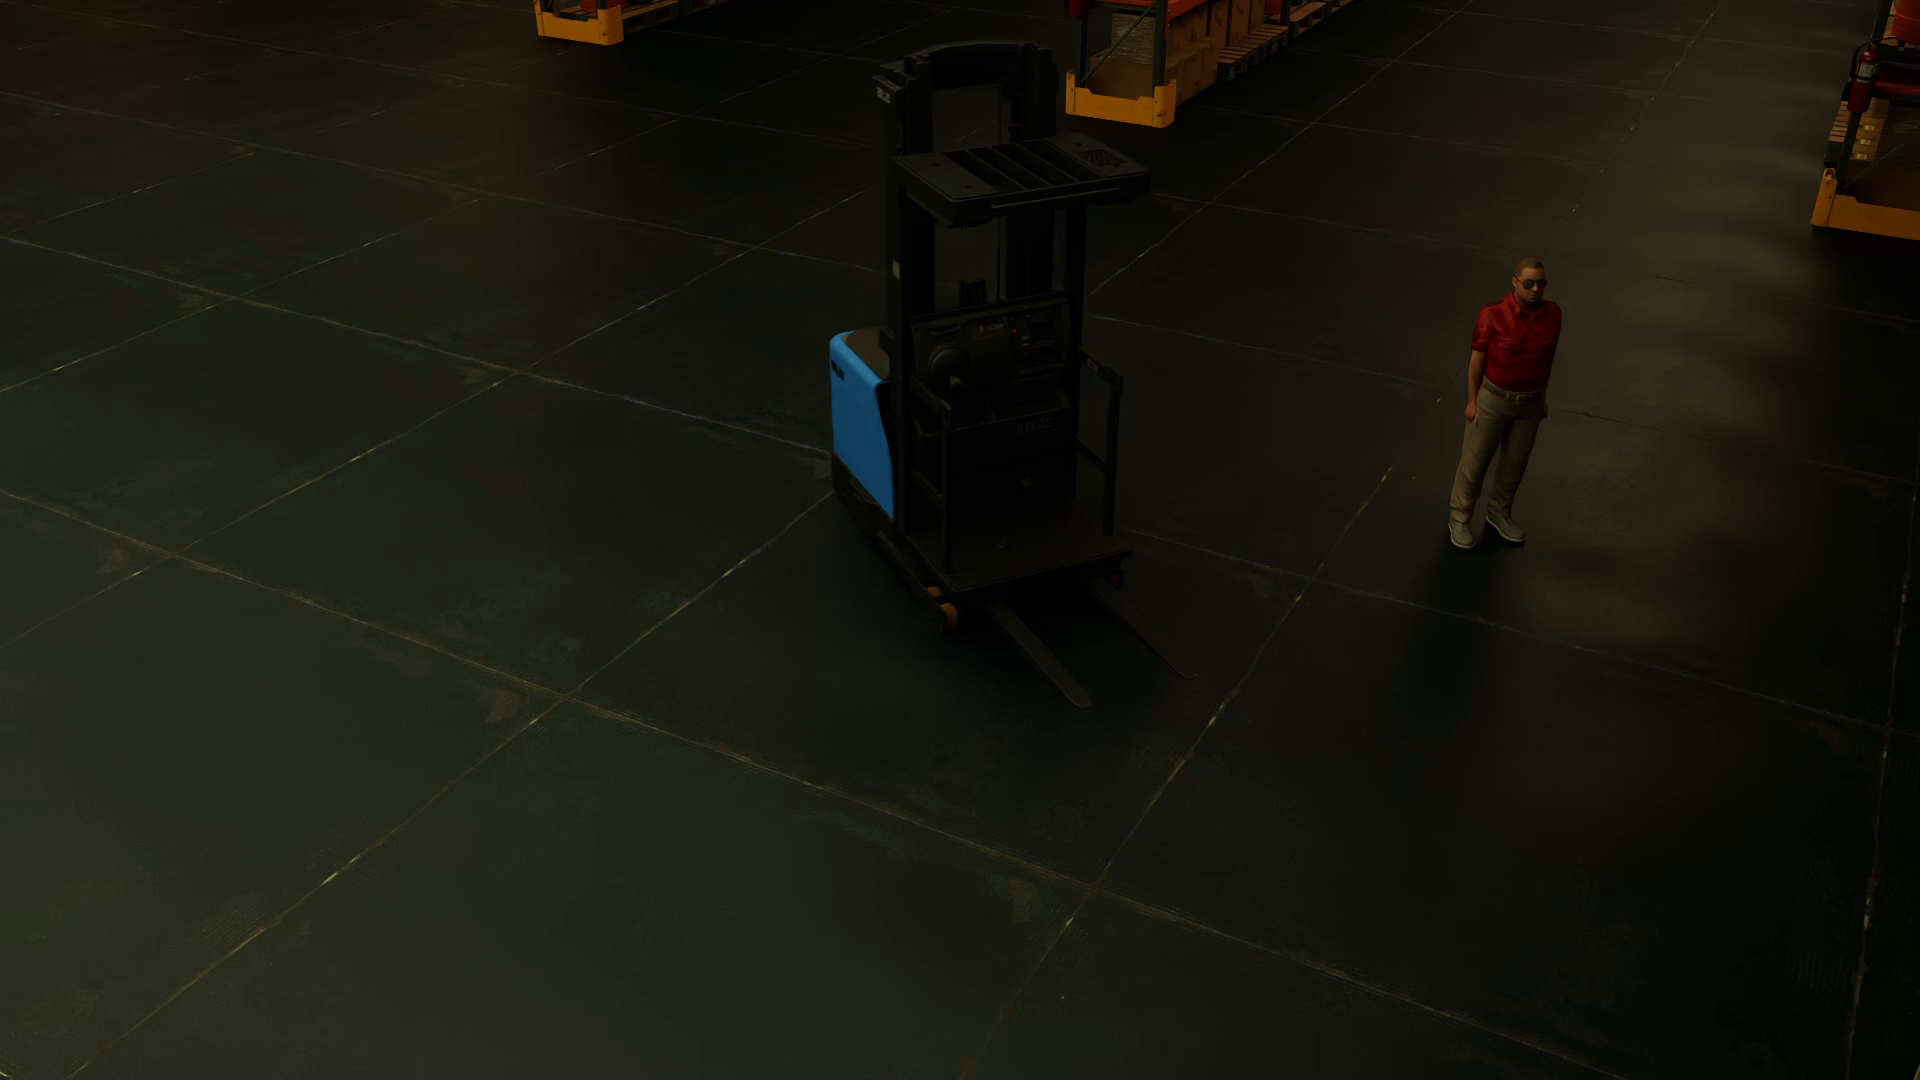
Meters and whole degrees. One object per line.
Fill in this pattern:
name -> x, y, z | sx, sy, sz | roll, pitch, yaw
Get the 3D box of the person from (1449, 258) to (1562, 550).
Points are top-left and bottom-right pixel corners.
person -> 3.188, -0.791, 9.648 | 0.528, 1.728, 0.388 | -6, 30, -10

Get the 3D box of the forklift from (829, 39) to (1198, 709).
forklift -> 0.268, -1.009, 8.819 | 1.130, 2.935, 3.031 | -13, 32, -21
